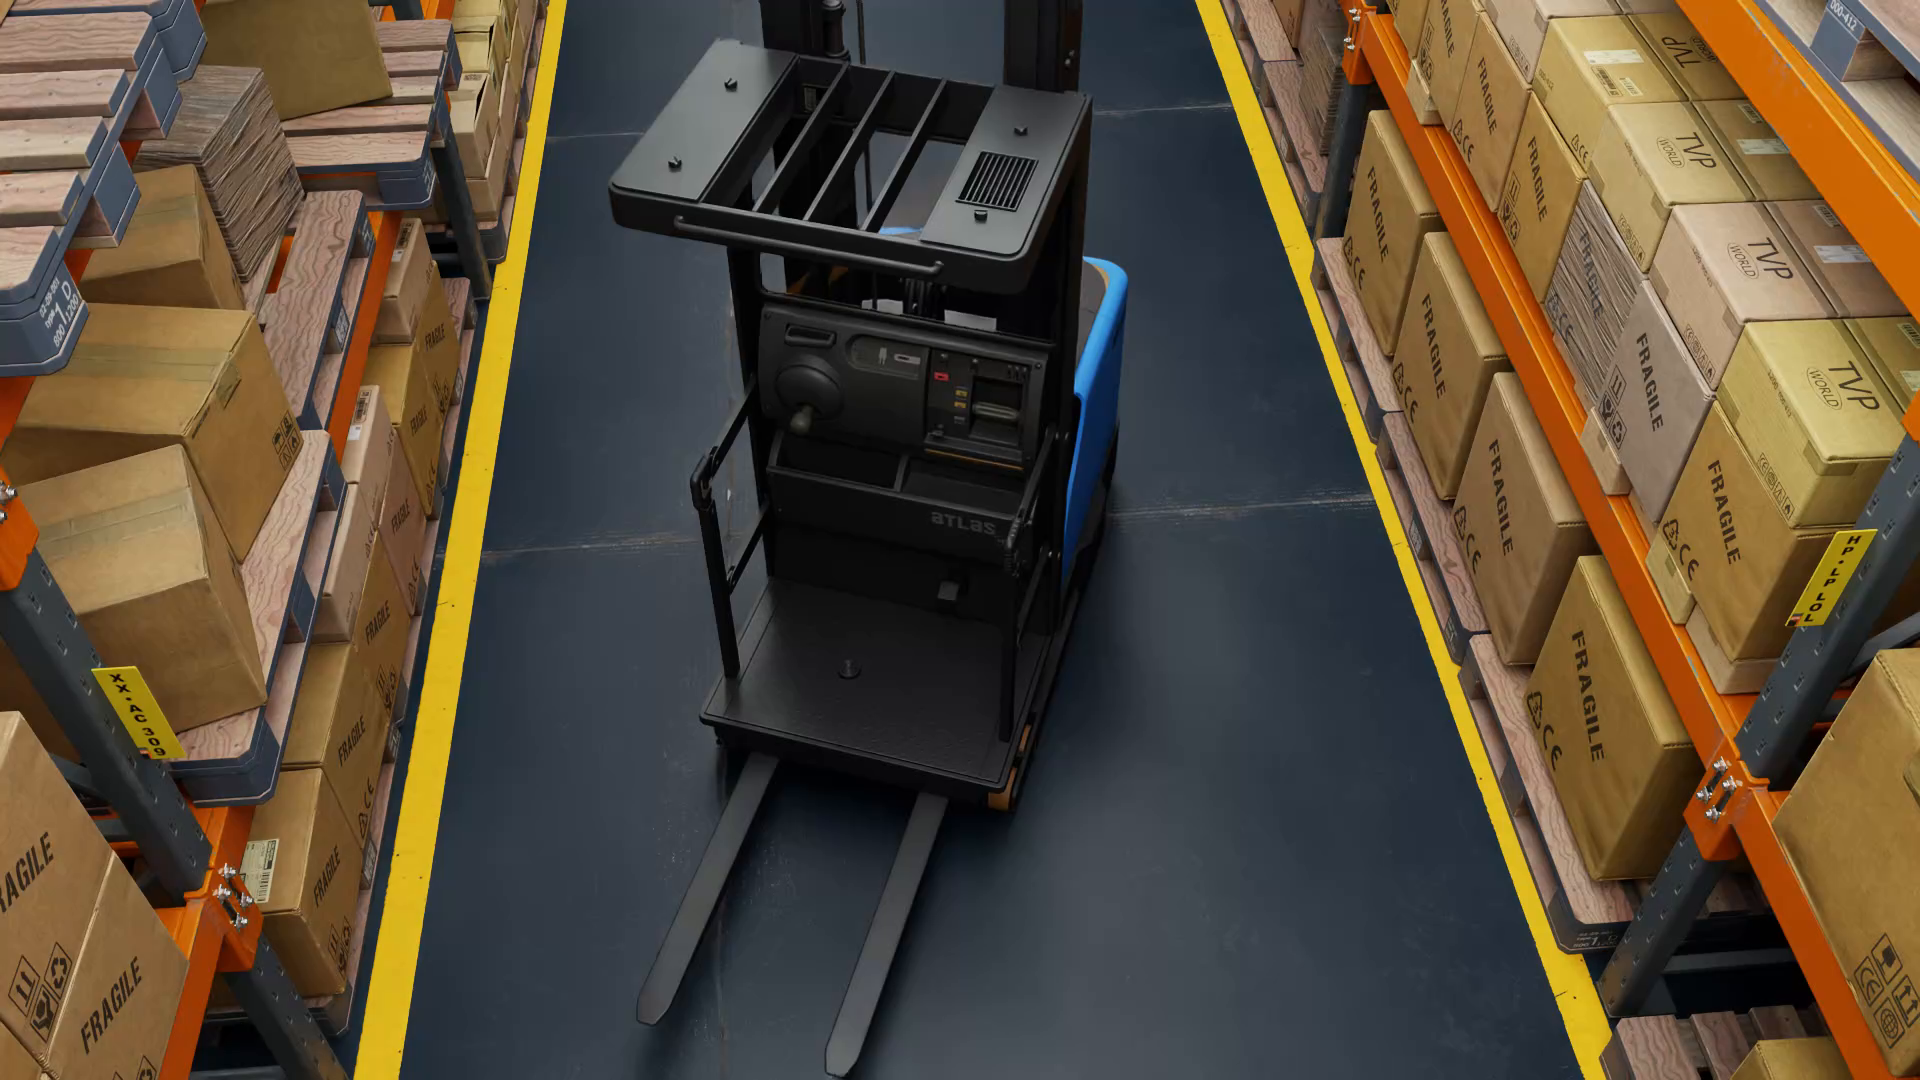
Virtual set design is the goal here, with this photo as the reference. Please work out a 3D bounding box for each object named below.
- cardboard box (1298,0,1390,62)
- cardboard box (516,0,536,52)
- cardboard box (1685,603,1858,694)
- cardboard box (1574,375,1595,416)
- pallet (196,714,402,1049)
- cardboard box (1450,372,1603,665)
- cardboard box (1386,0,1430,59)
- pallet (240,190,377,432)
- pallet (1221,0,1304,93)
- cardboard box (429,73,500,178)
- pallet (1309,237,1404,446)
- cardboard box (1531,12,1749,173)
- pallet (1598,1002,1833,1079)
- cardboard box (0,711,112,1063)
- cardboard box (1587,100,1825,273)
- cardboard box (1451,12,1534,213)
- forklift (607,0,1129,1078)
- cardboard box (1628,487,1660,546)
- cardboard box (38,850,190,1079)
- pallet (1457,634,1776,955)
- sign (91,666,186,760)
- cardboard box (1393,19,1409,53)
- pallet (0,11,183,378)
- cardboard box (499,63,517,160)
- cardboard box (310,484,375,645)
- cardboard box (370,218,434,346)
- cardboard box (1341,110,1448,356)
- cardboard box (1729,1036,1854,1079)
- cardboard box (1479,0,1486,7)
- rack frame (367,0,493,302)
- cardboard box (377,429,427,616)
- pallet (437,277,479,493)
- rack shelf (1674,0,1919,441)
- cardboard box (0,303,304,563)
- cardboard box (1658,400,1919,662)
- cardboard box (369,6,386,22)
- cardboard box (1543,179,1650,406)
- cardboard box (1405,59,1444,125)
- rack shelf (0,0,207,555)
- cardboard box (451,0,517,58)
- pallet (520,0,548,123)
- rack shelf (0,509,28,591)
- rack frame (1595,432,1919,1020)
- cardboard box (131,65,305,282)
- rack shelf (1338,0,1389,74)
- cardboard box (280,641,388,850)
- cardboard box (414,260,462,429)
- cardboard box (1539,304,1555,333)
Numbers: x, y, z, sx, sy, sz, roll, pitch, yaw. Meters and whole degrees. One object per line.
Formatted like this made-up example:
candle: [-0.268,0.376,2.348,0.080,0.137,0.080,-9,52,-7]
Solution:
cardboard box: [2.185,-2.661,8.623,0.700,0.500,0.500,-4,47,-3]
cardboard box: [-2.597,-2.874,9.010,0.500,0.250,0.500,-3,47,-2]
cardboard box: [2.249,0.275,4.583,0.380,0.149,0.250,-3,47,-3]
cardboard box: [2.193,-0.465,5.284,0.380,0.149,0.250,-3,47,-3]
pallet: [-2.482,1.099,5.564,1.003,0.211,1.213,-3,47,-3]
cardboard box: [2.298,-0.088,5.959,0.750,0.750,0.750,-2,47,-2]
cardboard box: [2.010,-2.248,6.526,0.500,0.500,0.500,-2,47,-2]
pallet: [-2.544,-0.695,5.474,1.003,0.211,1.213,-3,47,-3]
pallet: [2.062,-2.959,9.407,1.003,0.211,1.213,-3,47,-3]
cardboard box: [-2.462,-1.956,7.755,0.500,0.311,0.500,-2,47,-2]
pallet: [2.216,-0.938,7.493,1.003,0.211,1.213,-3,47,-3]
cardboard box: [2.146,-1.410,5.215,0.500,0.250,0.500,-4,47,-4]
pallet: [2.545,1.936,4.771,1.003,0.211,1.213,-3,47,-3]
cardboard box: [-2.076,0.698,3.265,0.500,0.500,0.500,-3,47,-3]
cardboard box: [2.190,-1.041,4.866,0.500,0.250,0.500,-3,47,-3]
cardboard box: [2.085,-1.509,5.826,0.500,0.500,0.500,-4,47,-3]
forklift: [-0.247,-0.382,5.093,1.130,2.935,3.031,12,48,11]
cardboard box: [2.228,-0.097,4.935,0.380,0.149,0.250,-2,47,-2]
cardboard box: [-2.079,1.038,3.632,0.500,0.500,0.500,-3,47,-3]
pallet: [2.420,0.828,5.821,1.003,0.211,1.213,-3,47,-3]
sign: [-1.836,0.390,3.718,0.100,0.325,0.005,-3,47,-3]
cardboard box: [2.022,-2.140,6.870,0.380,0.149,0.250,-4,47,-4]
pallet: [-2.361,-0.717,3.426,1.213,0.211,1.003,-3,47,-3]
cardboard box: [-2.505,-2.127,8.303,0.500,0.250,0.500,-5,47,-4]
cardboard box: [-2.258,0.088,5.502,0.500,0.250,0.500,-3,47,-3]
cardboard box: [-2.390,-1.014,6.547,0.500,0.250,0.500,-2,47,-2]
cardboard box: [2.156,-1.337,7.141,0.750,0.750,0.750,-4,47,-4]
cardboard box: [2.520,1.685,4.521,0.700,0.500,0.500,-3,47,-3]
cardboard box: [2.052,-2.140,5.907,0.500,0.250,0.500,-4,47,-4]
rack frame: [-2.711,-2.168,6.737,1.000,3.000,0.127,-3,47,-3]
cardboard box: [-2.306,-0.043,6.144,0.500,0.500,0.500,-5,47,-5]
pallet: [-2.686,-0.666,7.236,1.003,0.211,1.213,-3,47,-3]
rack shelf: [2.392,-1.809,4.826,1.077,0.370,4.000,-3,47,-3]
cardboard box: [-2.314,-0.302,4.612,0.700,0.500,0.500,3,47,3]
cardboard box: [2.270,-0.040,4.434,0.500,0.500,0.500,-4,47,-4]
cardboard box: [-2.698,-2.403,7.021,0.500,0.311,0.500,-1,47,-1]
cardboard box: [2.184,-0.772,5.128,0.500,0.500,0.500,-3,47,-3]
cardboard box: [1.972,-1.759,6.510,0.380,0.149,0.250,-2,47,-2]
rack shelf: [-2.544,-1.505,4.539,1.077,0.370,4.000,-3,47,-3]
cardboard box: [-2.555,-2.705,8.464,0.500,0.311,0.500,-5,47,-4]
pallet: [-2.840,-2.688,9.150,1.003,0.211,1.213,-3,47,-3]
rack shelf: [-2.209,1.389,1.798,1.077,0.370,4.000,-3,47,-3]
rack frame: [2.560,0.423,4.284,1.000,3.000,0.127,-3,47,-3]
cardboard box: [-2.660,-1.224,5.486,0.700,0.500,0.500,4,47,4]
rack shelf: [2.057,-3.671,8.656,1.077,0.370,4.000,-3,47,-3]
cardboard box: [-2.230,0.685,5.454,0.500,0.500,0.500,-3,47,-3]
cardboard box: [-2.399,-0.797,6.858,0.500,0.500,0.500,-2,47,-2]
cardboard box: [2.176,-0.840,5.639,0.380,0.149,0.250,-2,47,-2]
